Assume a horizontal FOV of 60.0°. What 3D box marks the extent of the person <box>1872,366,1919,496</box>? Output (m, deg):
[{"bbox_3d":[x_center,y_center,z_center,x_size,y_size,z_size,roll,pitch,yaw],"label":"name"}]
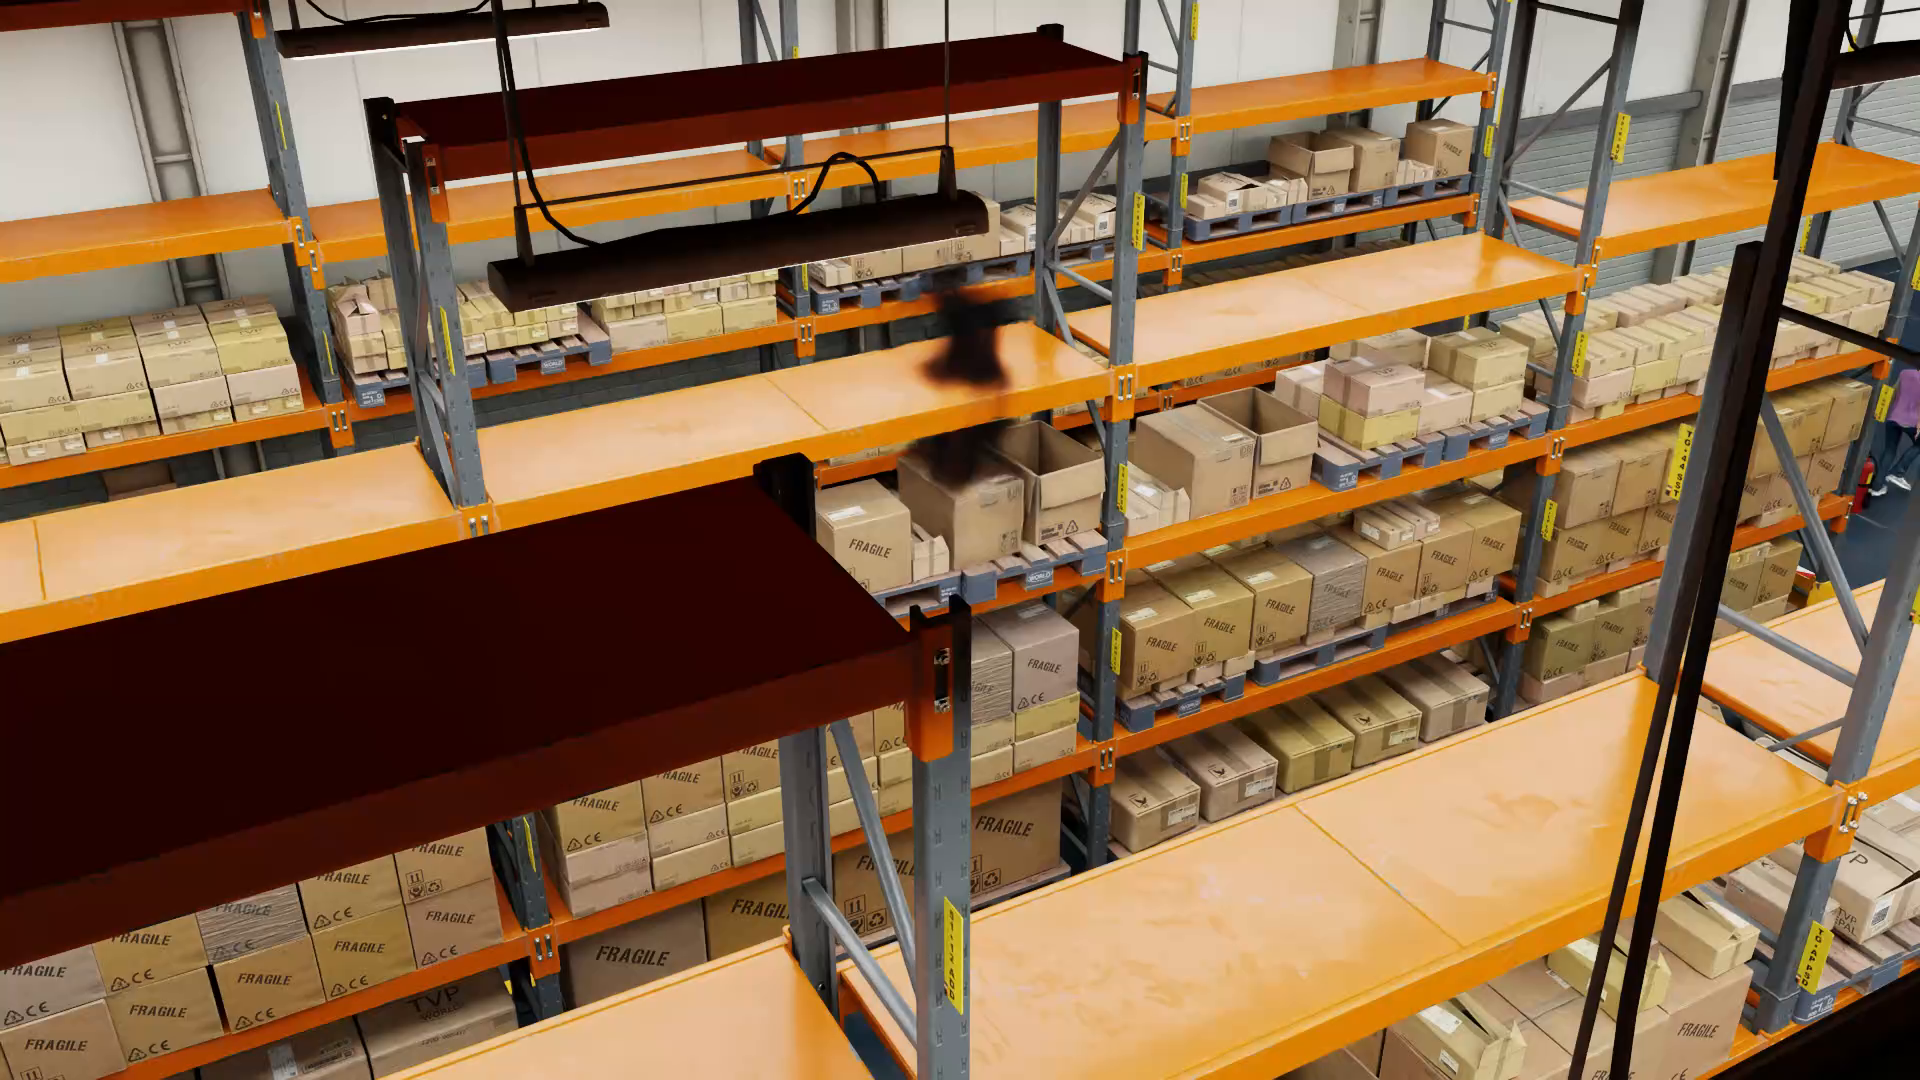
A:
[{"bbox_3d":[10.023,-1.195,17.703,0.716,1.414,0.524,-19,33,-32],"label":"person"}]
